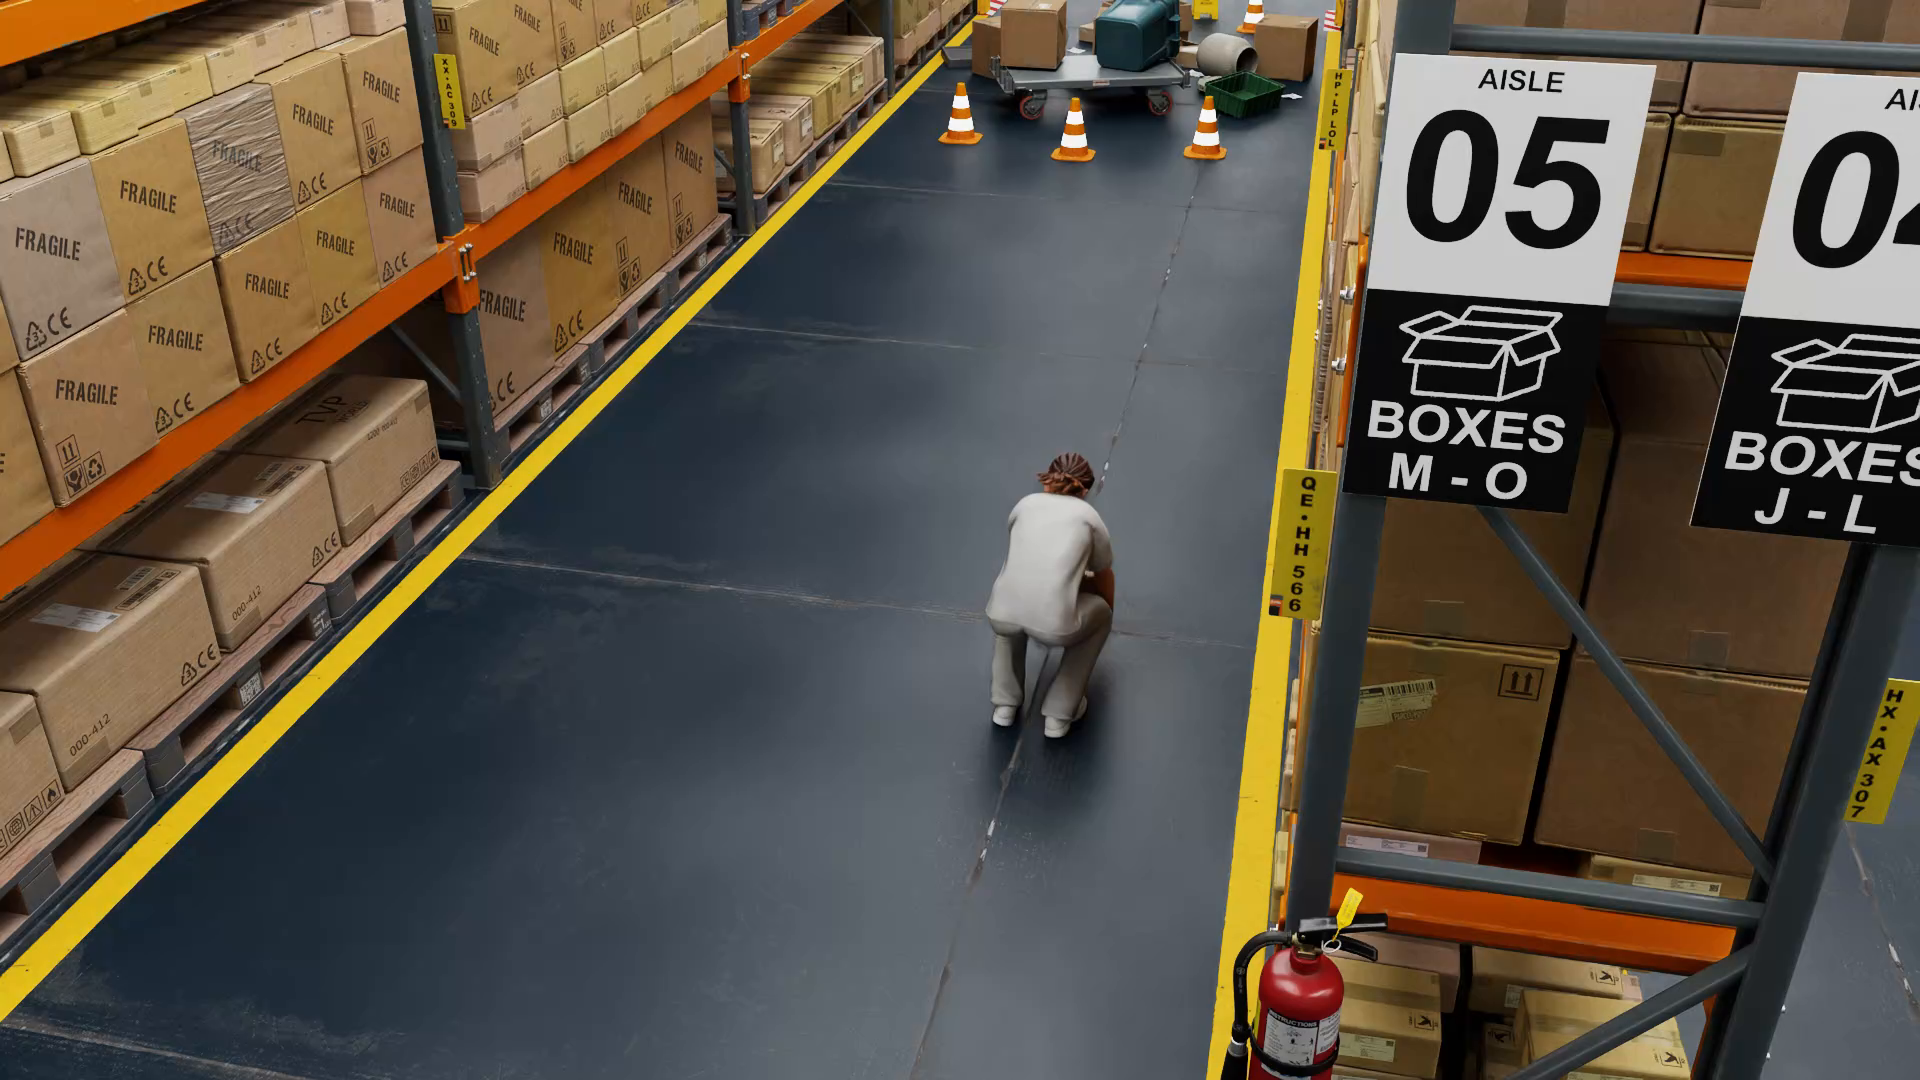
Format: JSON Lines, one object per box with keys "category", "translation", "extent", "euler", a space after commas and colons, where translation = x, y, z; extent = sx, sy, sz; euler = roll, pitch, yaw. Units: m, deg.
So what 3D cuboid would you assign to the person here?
{"category": "person", "translation": [0.358, 0.214, 6.508], "extent": [0.467, 0.935, 0.851], "euler": [10, 30, 17]}
